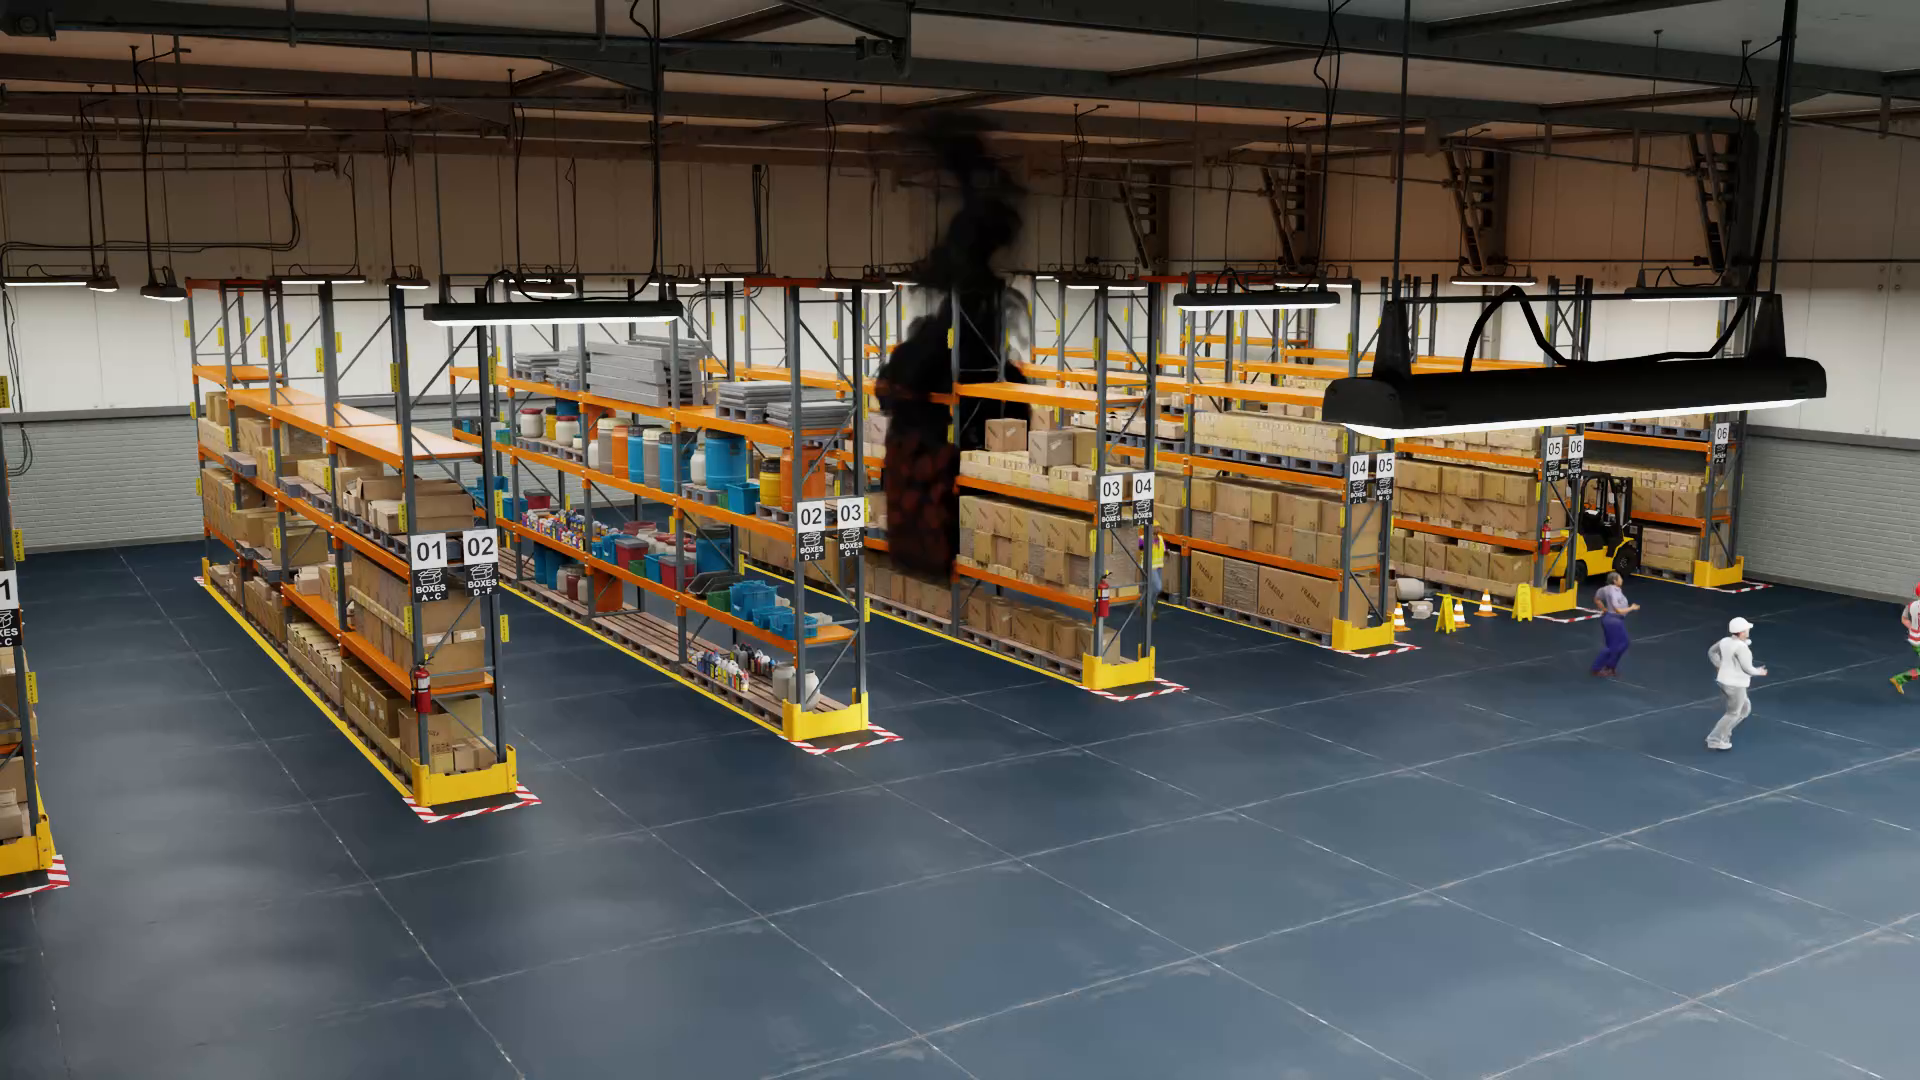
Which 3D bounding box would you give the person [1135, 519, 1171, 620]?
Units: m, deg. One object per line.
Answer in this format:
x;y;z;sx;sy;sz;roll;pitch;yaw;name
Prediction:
3.441;0.527;29.611;0.670;1.798;0.728;-8;12;-39;person

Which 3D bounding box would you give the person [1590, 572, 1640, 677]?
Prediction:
9.985;1.310;25.367;0.660;1.681;0.583;2;10;11;person

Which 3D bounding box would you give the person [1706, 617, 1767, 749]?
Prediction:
10.084;1.881;21.599;0.692;1.793;0.678;0;10;2;person

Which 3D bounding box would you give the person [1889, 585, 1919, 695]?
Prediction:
13.788;1.485;23.879;0.806;1.756;0.674;1;10;5;person
